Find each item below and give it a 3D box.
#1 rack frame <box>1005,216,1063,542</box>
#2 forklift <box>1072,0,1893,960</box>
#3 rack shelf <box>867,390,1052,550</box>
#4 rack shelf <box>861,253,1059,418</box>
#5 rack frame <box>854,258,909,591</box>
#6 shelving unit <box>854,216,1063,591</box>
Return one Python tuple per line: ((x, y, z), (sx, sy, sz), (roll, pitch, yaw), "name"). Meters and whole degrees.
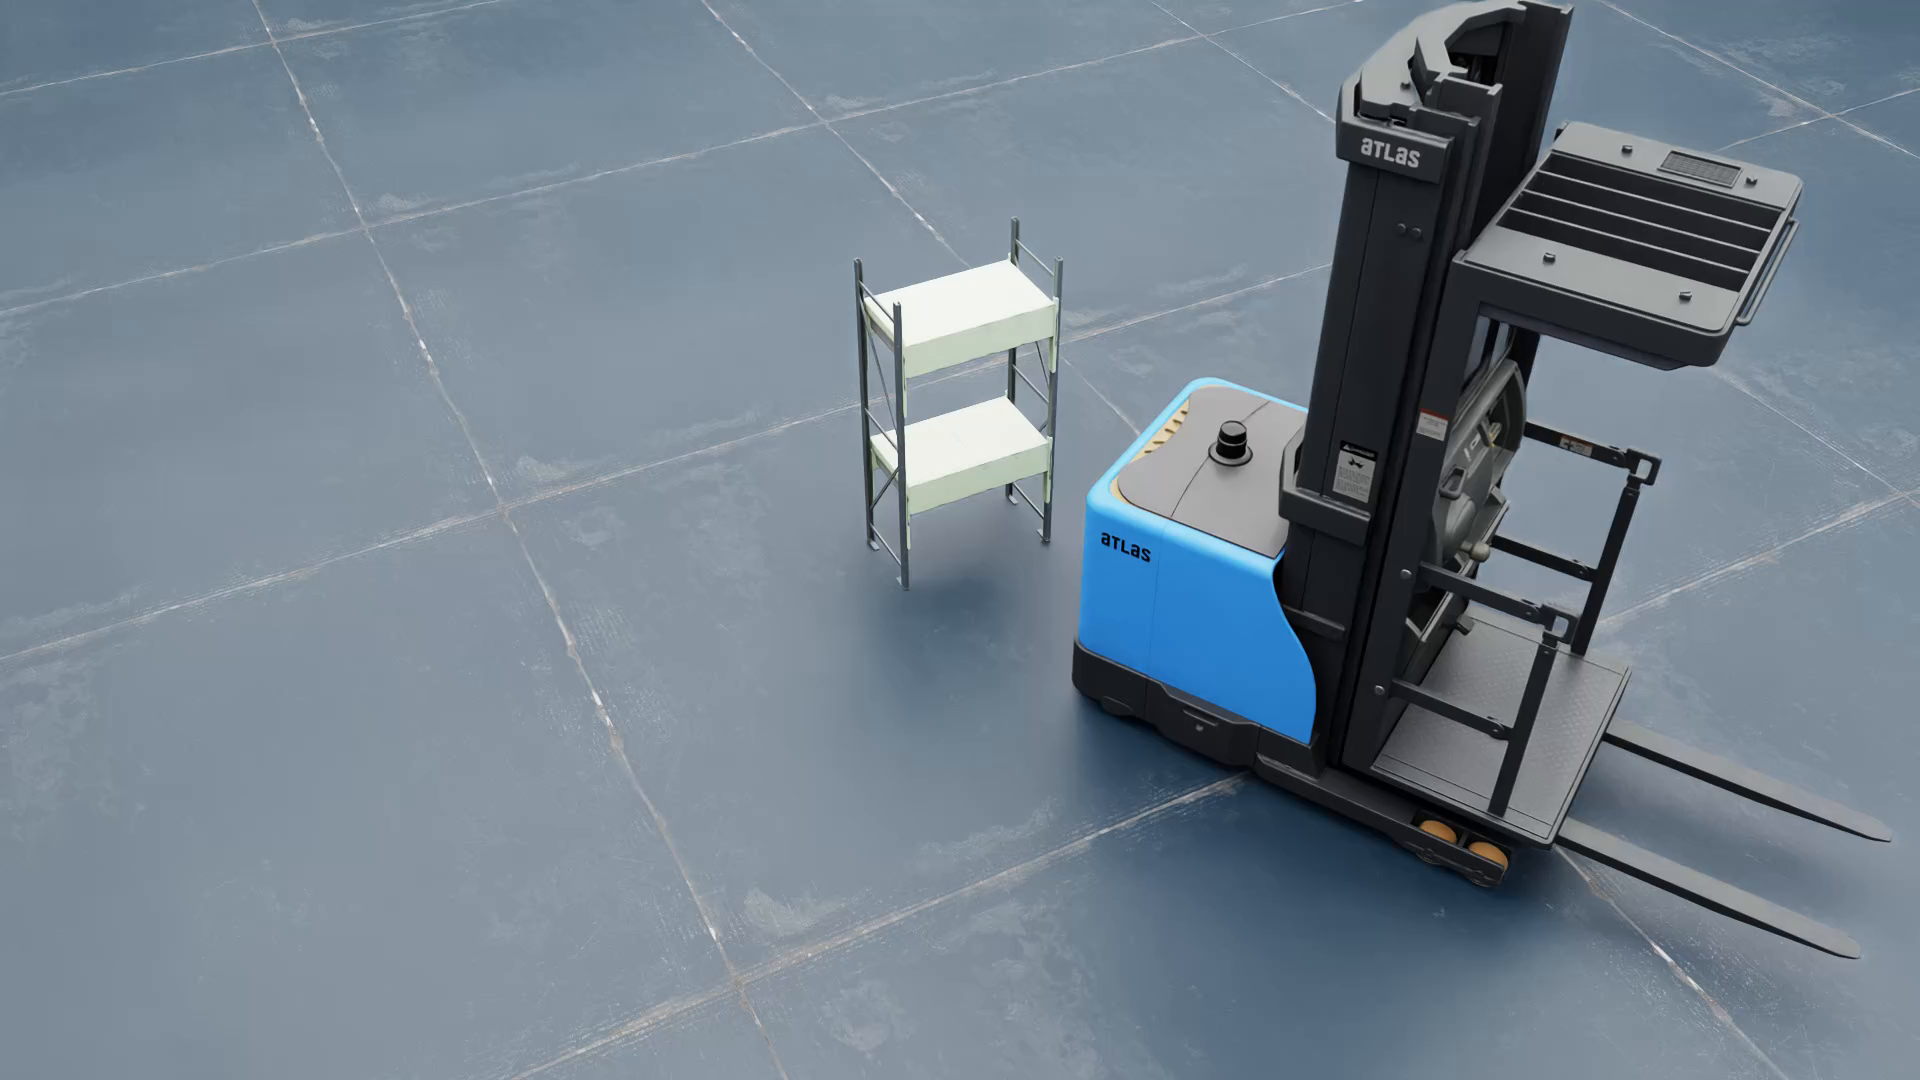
((0.319, -0.680, 7.381), (0.023, 1.500, 0.400), (-19, 44, -21), "rack frame")
((1.985, -0.221, 5.731), (3.031, 2.935, 1.130), (22, 45, 24), "forklift")
((-0.006, -0.322, 7.463), (0.720, 0.370, 0.431), (-19, 44, -21), "rack shelf")
((-0.006, -0.868, 7.000), (0.720, 0.370, 0.431), (-19, 44, -21), "rack shelf")
((-0.331, -0.461, 7.123), (0.023, 1.500, 0.400), (-19, 44, -21), "rack frame")
((-0.006, -0.570, 7.252), (0.755, 1.500, 0.431), (-19, 44, -21), "shelving unit")
